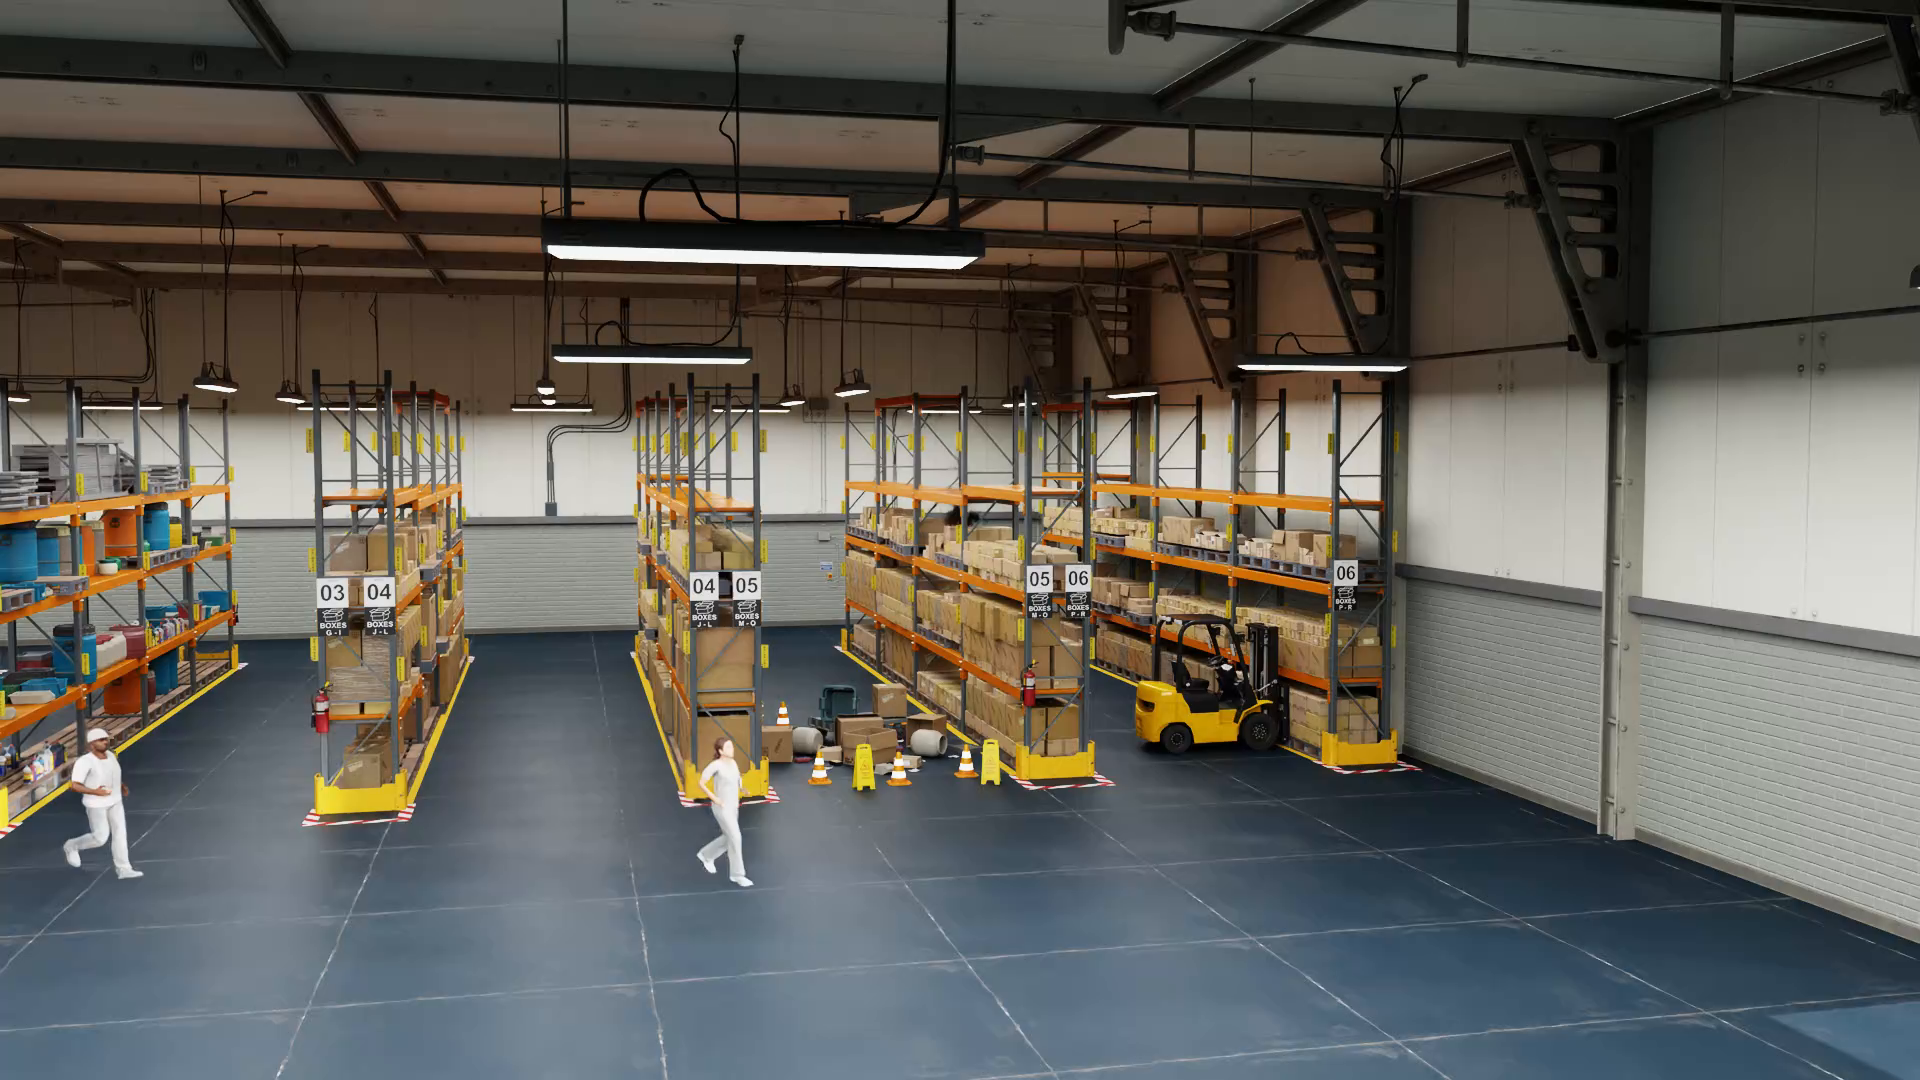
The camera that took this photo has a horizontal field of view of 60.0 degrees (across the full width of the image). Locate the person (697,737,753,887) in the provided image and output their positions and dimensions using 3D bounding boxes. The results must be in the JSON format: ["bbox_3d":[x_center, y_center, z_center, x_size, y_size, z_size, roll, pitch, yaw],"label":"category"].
[{"bbox_3d":[-2.706,3.073,18.961,0.806,1.675,0.570,2,4,27],"label":"person"}]

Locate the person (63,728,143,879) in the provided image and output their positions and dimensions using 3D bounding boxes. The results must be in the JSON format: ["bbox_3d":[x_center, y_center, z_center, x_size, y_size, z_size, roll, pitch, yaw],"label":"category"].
[{"bbox_3d":[-9.834,3.027,19.107,0.998,1.738,0.714,1,3,18],"label":"person"}]
